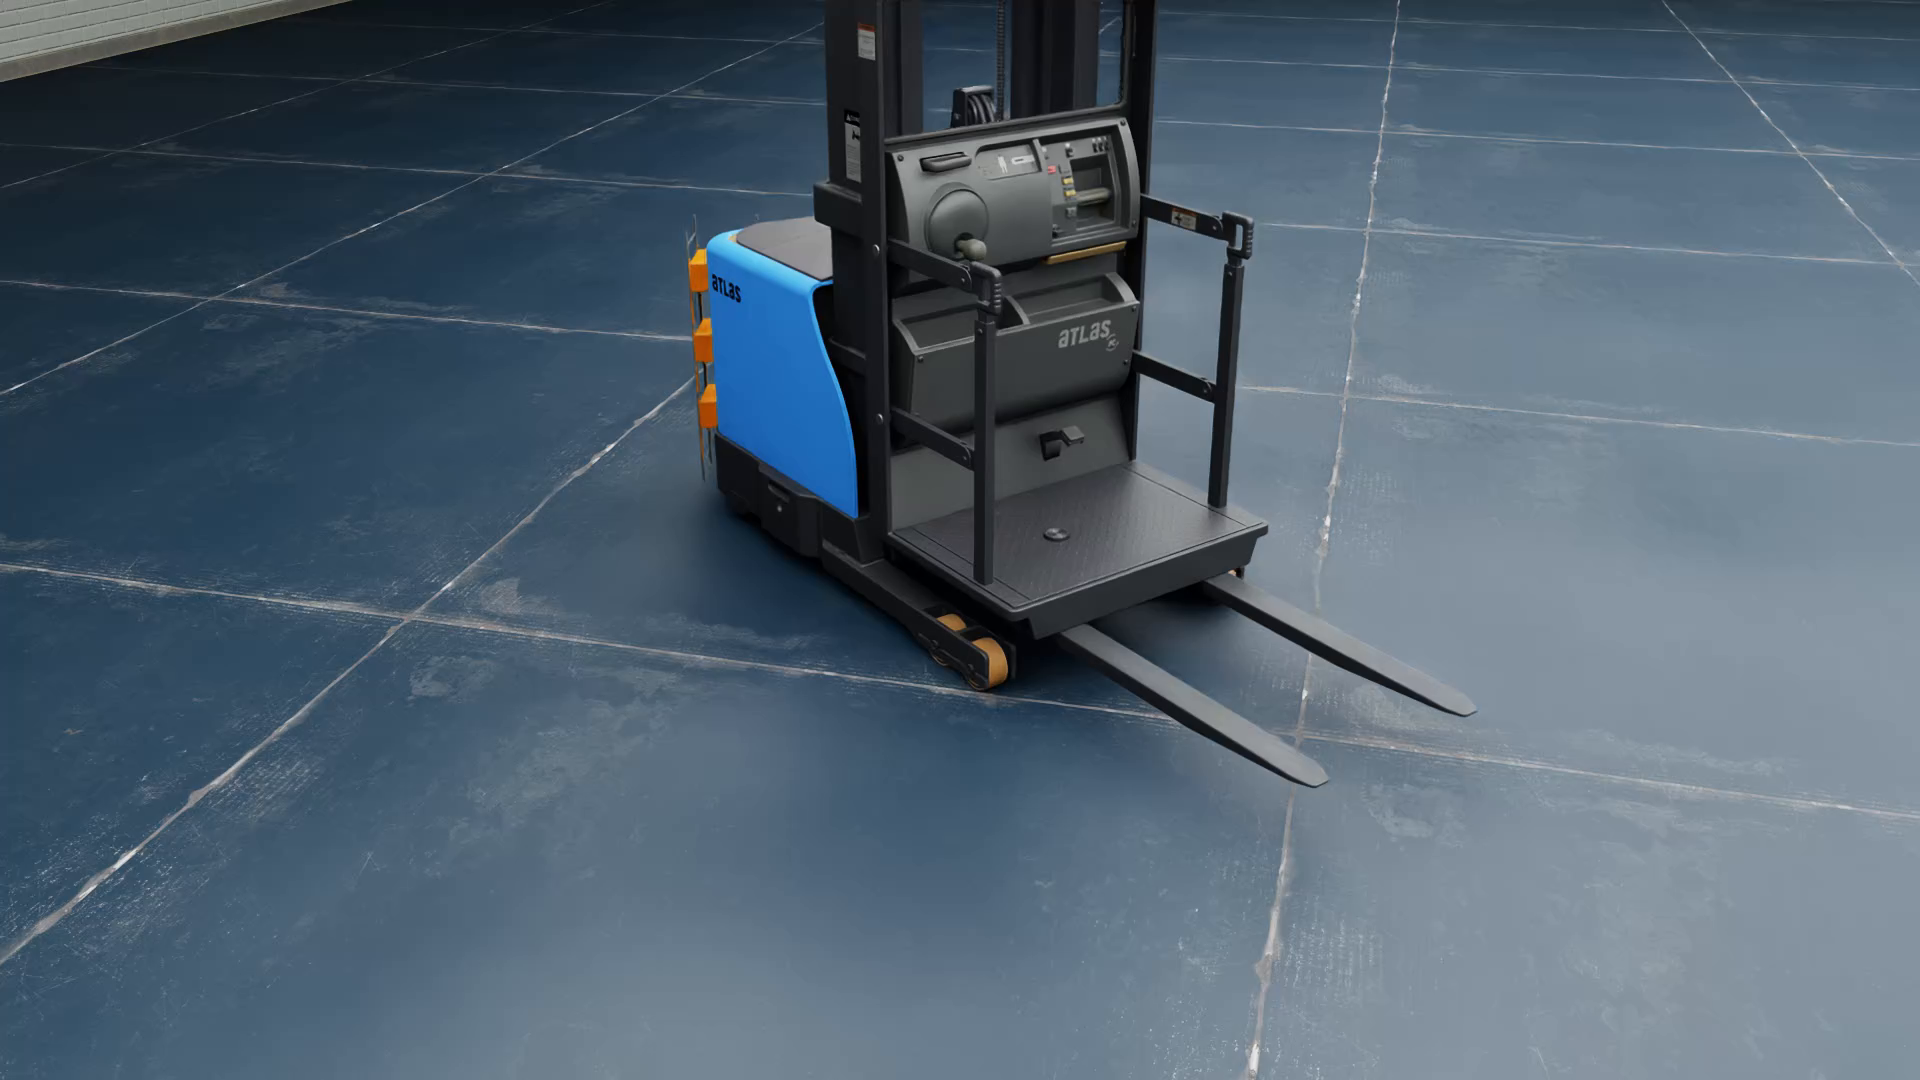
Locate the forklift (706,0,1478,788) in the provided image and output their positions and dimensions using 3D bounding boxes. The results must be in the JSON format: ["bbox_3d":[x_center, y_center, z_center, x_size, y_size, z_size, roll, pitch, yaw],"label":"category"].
[{"bbox_3d":[0.318,-1.085,5.120,1.130,2.935,3.031,-17,30,-32],"label":"forklift"}]

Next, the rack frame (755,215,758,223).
[{"bbox_3d":[-0.793,-0.748,6.600,0.008,1.050,0.200,1,25,2],"label":"rack frame"}]

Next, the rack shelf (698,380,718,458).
[{"bbox_3d":[-0.915,-0.489,6.728,0.240,0.259,0.215,1,25,2],"label":"rack shelf"}]

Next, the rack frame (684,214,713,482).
[{"bbox_3d":[-1.037,-0.751,6.607,0.008,1.050,0.200,1,25,2],"label":"rack frame"}]

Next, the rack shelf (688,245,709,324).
[{"bbox_3d":[-0.915,-0.996,6.486,0.240,0.259,0.215,1,25,2],"label":"rack shelf"}]

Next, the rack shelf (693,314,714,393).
[{"bbox_3d":[-0.915,-0.740,6.608,0.240,0.259,0.215,1,25,2],"label":"rack shelf"}]

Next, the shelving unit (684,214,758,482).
[{"bbox_3d":[-0.915,-0.750,6.604,0.252,1.050,0.215,1,25,2],"label":"shelving unit"}]
